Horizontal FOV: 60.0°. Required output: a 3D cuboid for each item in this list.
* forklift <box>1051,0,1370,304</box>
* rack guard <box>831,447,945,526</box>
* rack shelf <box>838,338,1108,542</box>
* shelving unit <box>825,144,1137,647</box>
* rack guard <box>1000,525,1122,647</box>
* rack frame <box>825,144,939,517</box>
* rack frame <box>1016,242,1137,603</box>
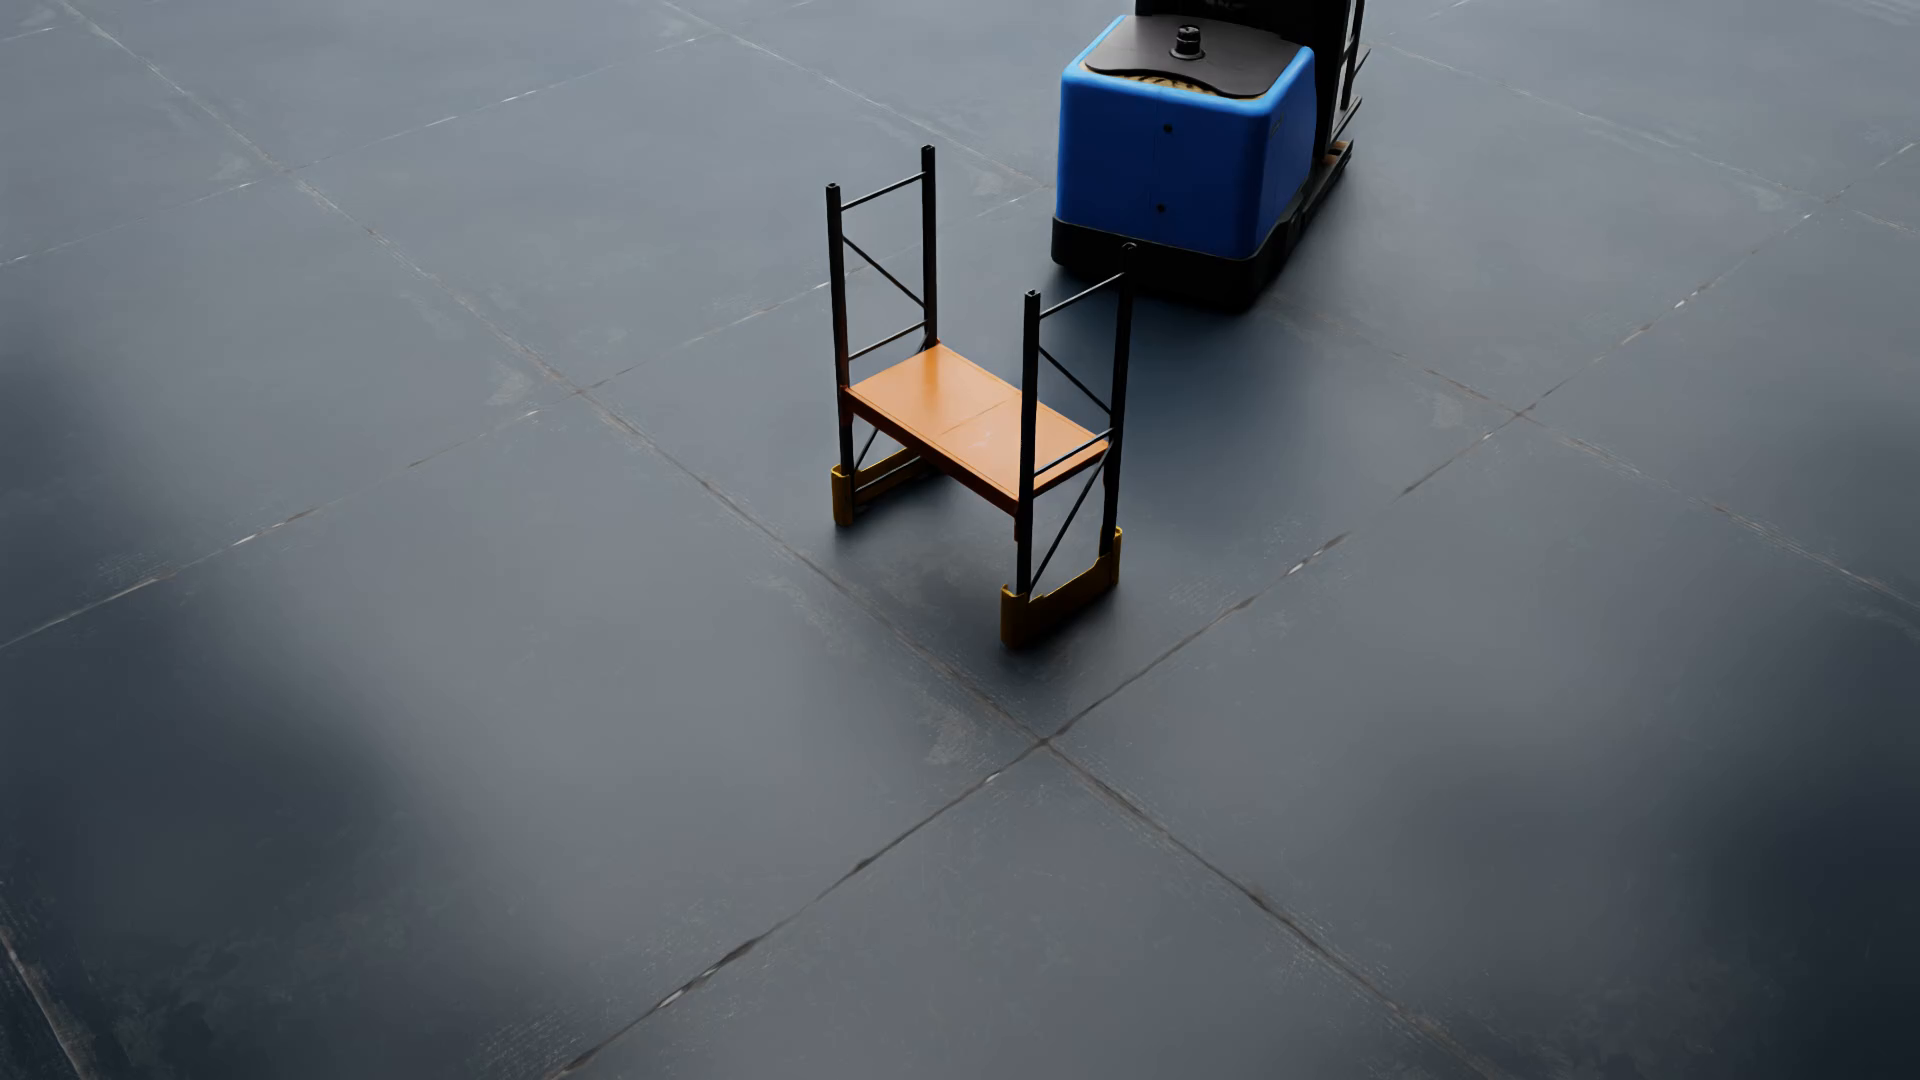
[{"bbox_3d":[1.545,-3.205,8.385,1.130,2.935,3.031,16,42,19],"label":"forklift"},{"bbox_3d":[-0.285,-0.292,6.913,0.587,0.250,0.087,-30,48,-32],"label":"rack guard"},{"bbox_3d":[0.058,-0.404,6.343,0.538,0.185,1.000,-30,48,-32],"label":"rack shelf"},{"bbox_3d":[0.052,-0.548,6.235,0.587,1.500,1.083,-30,48,-32],"label":"shelving unit"},{"bbox_3d":[0.388,0.169,6.342,0.587,0.250,0.087,-30,48,-32],"label":"rack guard"},{"bbox_3d":[-0.286,-0.779,6.521,0.500,1.500,0.032,-30,48,-32],"label":"rack frame"},{"bbox_3d":[0.402,-0.309,5.939,0.500,1.500,0.032,-30,48,-32],"label":"rack frame"}]
